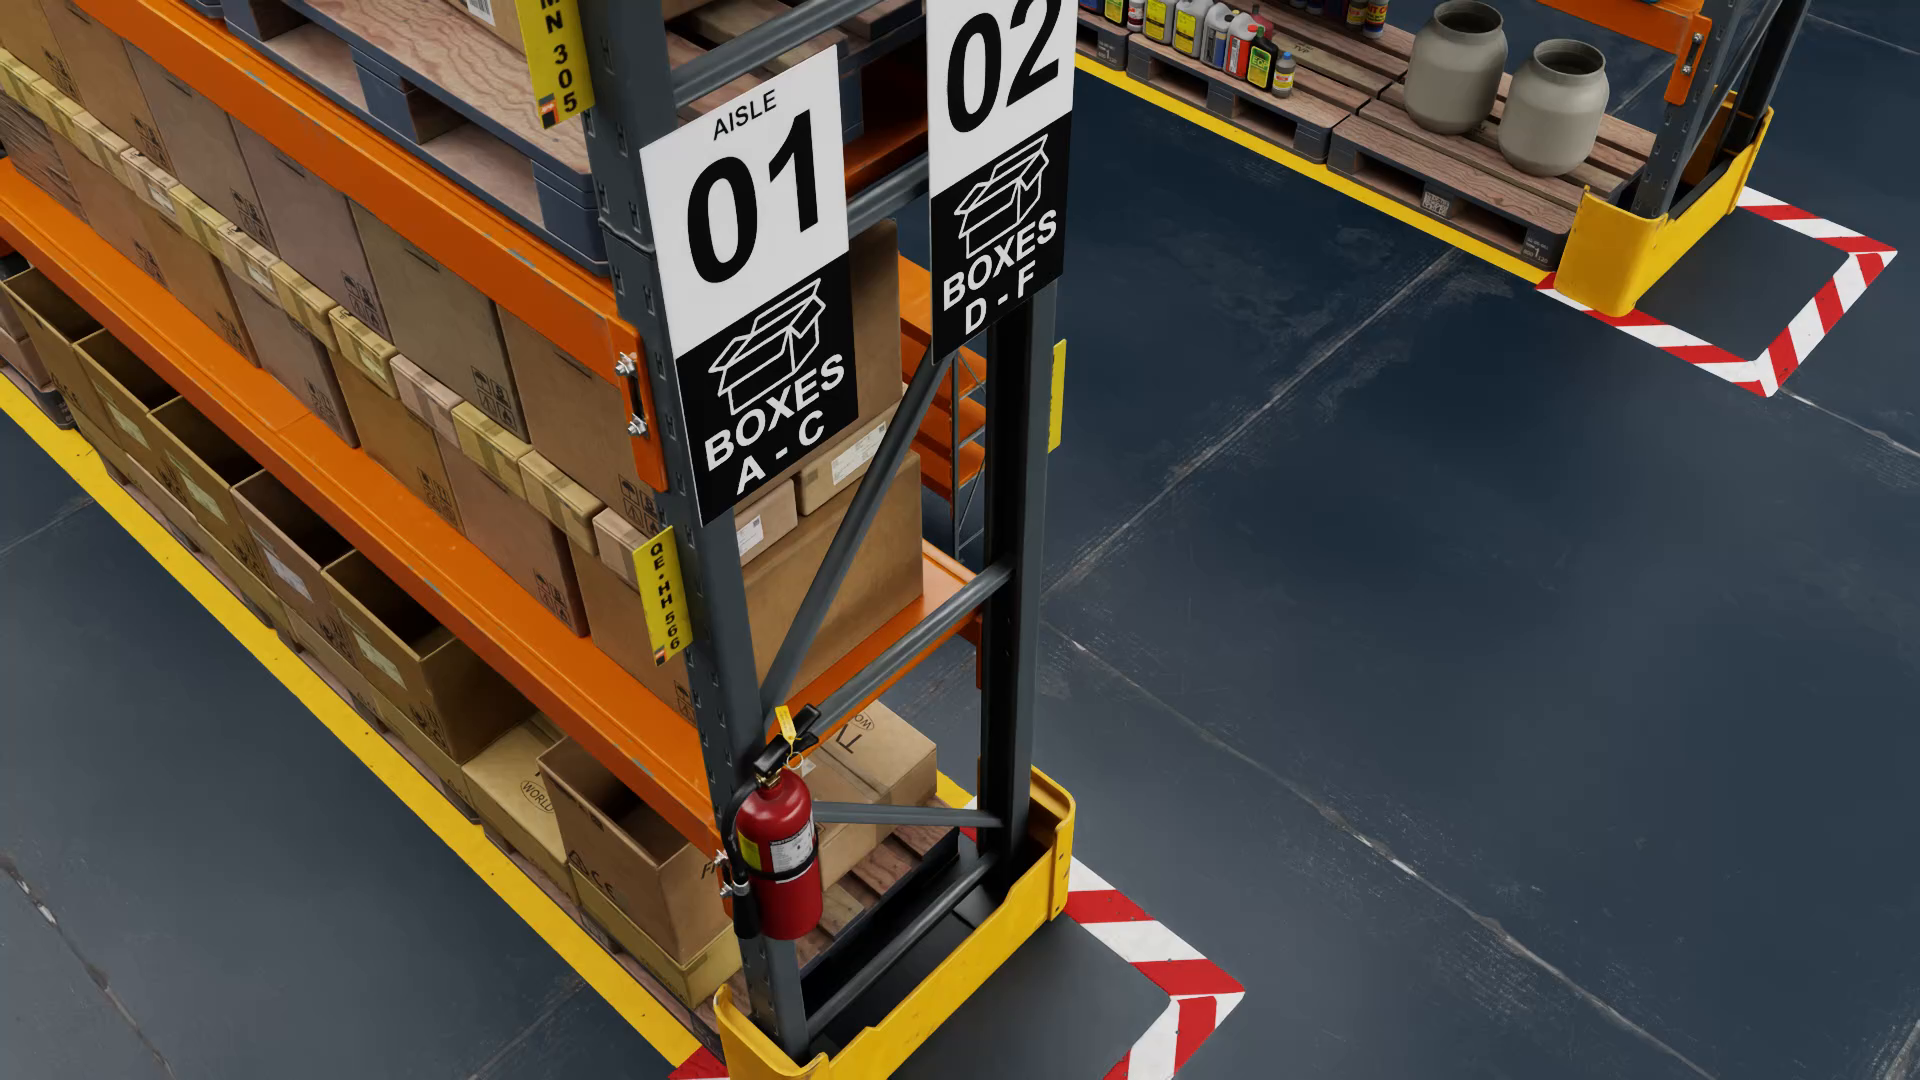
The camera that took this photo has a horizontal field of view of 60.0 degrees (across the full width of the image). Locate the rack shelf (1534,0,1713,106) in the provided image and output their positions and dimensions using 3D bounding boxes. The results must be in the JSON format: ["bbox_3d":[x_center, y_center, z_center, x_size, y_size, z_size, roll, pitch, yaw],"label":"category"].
[{"bbox_3d":[1.716,-3.092,7.589,4.000,0.370,1.077,34,55,28],"label":"rack shelf"}]

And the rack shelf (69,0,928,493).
[{"bbox_3d":[-1.646,-1.467,4.006,4.000,0.370,1.077,34,55,28],"label":"rack shelf"}]

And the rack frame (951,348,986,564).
[{"bbox_3d":[0.058,-0.372,5.776,0.015,1.200,0.240,34,55,28],"label":"rack frame"}]

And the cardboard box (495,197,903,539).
[{"bbox_3d":[-0.550,-0.440,3.647,0.500,0.500,0.700,34,55,28],"label":"cardboard box"}]

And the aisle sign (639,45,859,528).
[{"bbox_3d":[-0.328,-0.398,2.783,0.004,0.787,0.394,34,55,28],"label":"aisle sign"}]

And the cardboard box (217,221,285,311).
[{"bbox_3d":[-1.728,-0.807,4.436,0.250,0.149,0.380,33,55,27],"label":"cardboard box"}]

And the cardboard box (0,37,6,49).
[{"bbox_3d":[-2.786,-1.938,5.053,0.500,0.500,0.700,34,56,28],"label":"cardboard box"}]

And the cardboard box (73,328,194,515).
[{"bbox_3d":[-2.615,-0.495,5.741,0.500,0.500,0.500,34,55,28],"label":"cardboard box"}]

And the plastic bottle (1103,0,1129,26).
[{"bbox_3d":[0.790,-2.729,8.317,0.061,0.283,0.133,-36,56,-29],"label":"plastic bottle"}]

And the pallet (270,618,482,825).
[{"bbox_3d":[-1.659,0.298,5.825,1.213,0.211,1.003,34,55,28],"label":"pallet"}]

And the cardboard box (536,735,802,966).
[{"bbox_3d":[-0.773,0.737,4.584,0.500,0.500,0.500,34,55,28],"label":"cardboard box"}]

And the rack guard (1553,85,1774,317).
[{"bbox_3d":[3.098,-1.506,7.321,0.348,0.500,1.175,34,55,28],"label":"rack guard"}]

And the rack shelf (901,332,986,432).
[{"bbox_3d":[-0.122,-0.600,5.775,0.480,0.148,0.258,34,55,28],"label":"rack shelf"}]

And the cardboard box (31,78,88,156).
[{"bbox_3d":[-2.481,-1.315,4.914,0.250,0.149,0.380,33,55,27],"label":"cardboard box"}]

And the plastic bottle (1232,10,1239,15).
[{"bbox_3d":[1.341,-2.499,8.157,0.097,0.201,0.097,0,47,0],"label":"plastic bottle"}]

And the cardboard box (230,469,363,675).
[{"bbox_3d":[-1.884,0.003,5.273,0.500,0.500,0.500,34,55,28],"label":"cardboard box"}]

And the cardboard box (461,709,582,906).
[{"bbox_3d":[-1.147,0.752,5.084,0.500,0.250,0.500,34,55,28],"label":"cardboard box"}]

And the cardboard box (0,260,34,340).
[{"bbox_3d":[-3.608,-1.117,6.454,0.500,0.311,0.500,34,55,28],"label":"cardboard box"}]

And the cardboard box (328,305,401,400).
[{"bbox_3d":[-1.345,-0.551,4.196,0.250,0.149,0.380,36,56,29],"label":"cardboard box"}]

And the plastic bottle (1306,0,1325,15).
[{"bbox_3d":[1.813,-2.799,8.390,0.097,0.271,0.097,0,47,0],"label":"plastic bottle"}]

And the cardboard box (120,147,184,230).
[{"bbox_3d":[-2.100,-1.060,4.674,0.250,0.149,0.380,32,55,27],"label":"cardboard box"}]

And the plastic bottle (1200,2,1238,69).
[{"bbox_3d":[1.270,-2.449,8.058,0.135,0.276,0.152,32,55,27],"label":"plastic bottle"}]

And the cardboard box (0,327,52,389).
[{"bbox_3d":[-3.617,-0.928,6.662,0.500,0.250,0.500,33,55,27],"label":"cardboard box"}]

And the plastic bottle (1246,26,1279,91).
[{"bbox_3d":[1.440,-2.291,7.905,0.133,0.283,0.061,35,56,28],"label":"plastic bottle"}]

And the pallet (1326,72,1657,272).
[{"bbox_3d":[2.504,-1.812,7.806,1.213,0.211,1.003,34,55,28],"label":"pallet"}]

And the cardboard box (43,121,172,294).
[{"bbox_3d":[-2.394,-1.236,5.285,0.500,0.500,0.700,33,55,27],"label":"cardboard box"}]

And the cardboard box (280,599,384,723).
[{"bbox_3d":[-1.882,0.258,5.549,0.500,0.250,0.500,34,55,28],"label":"cardboard box"}]

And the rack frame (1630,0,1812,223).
[{"bbox_3d":[3.186,-2.349,6.398,0.127,3.000,1.000,34,55,28],"label":"rack frame"}]

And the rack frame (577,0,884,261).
[{"bbox_3d":[-0.177,-1.751,1.722,0.127,3.000,1.000,34,55,28],"label":"rack frame"}]

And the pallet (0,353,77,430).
[{"bbox_3d":[-3.684,-1.064,7.105,1.213,0.211,1.003,34,55,28],"label":"pallet"}]

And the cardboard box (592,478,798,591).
[{"bbox_3d":[-0.587,-0.041,3.717,0.250,0.149,0.380,33,55,27],"label":"cardboard box"}]

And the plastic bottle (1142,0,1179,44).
[{"bbox_3d":[1.009,-2.646,8.192,0.185,0.351,0.144,34,55,27],"label":"plastic bottle"}]

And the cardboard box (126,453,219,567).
[{"bbox_3d":[-2.617,-0.236,6.012,0.500,0.250,0.500,34,55,28],"label":"cardboard box"}]

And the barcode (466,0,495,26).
[{"bbox_3d":[-0.726,-0.814,2.501,0.075,0.075,0.001,34,55,28],"label":"barcode"}]

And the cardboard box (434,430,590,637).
[{"bbox_3d":[-0.900,-0.227,4.337,0.500,0.500,0.700,35,56,29],"label":"cardboard box"}]

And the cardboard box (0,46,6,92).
[{"bbox_3d":[-2.865,-1.571,5.154,0.250,0.149,0.380,35,56,28],"label":"cardboard box"}]

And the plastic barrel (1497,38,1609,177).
[{"bbox_3d":[2.650,-1.926,7.419,0.421,0.512,0.421,0,47,0],"label":"plastic barrel"}]

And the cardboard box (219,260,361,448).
[{"bbox_3d":[-1.651,-0.734,4.813,0.500,0.500,0.700,36,56,29],"label":"cardboard box"}]

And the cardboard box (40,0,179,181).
[{"bbox_3d":[-2.046,-1.441,4.587,0.500,0.500,0.700,34,55,28],"label":"cardboard box"}]

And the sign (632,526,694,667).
[{"bbox_3d":[-0.555,0.109,3.134,0.005,0.325,0.100,34,55,28],"label":"sign"}]

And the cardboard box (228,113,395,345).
[{"bbox_3d":[-1.311,-0.946,4.122,0.500,0.500,0.700,34,56,28],"label":"cardboard box"}]

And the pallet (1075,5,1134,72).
[{"bbox_3d":[0.711,-3.018,8.939,1.213,0.211,1.003,34,55,28],"label":"pallet"}]

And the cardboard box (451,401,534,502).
[{"bbox_3d":[-0.968,-0.296,3.957,0.250,0.149,0.380,33,55,27],"label":"cardboard box"}]

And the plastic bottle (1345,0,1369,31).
[{"bbox_3d":[1.988,-2.657,8.305,0.097,0.201,0.097,0,47,0],"label":"plastic bottle"}]

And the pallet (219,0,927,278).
[{"bbox_3d":[-0.679,-1.058,3.189,1.213,0.211,1.003,34,55,28],"label":"pallet"}]

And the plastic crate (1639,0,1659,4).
[{"bbox_3d":[2.615,-2.386,6.534,0.616,0.251,0.499,34,55,28],"label":"plastic crate"}]

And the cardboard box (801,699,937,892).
[{"bbox_3d":[-0.420,0.715,5.119,0.500,0.250,0.500,34,55,28],"label":"cardboard box"}]

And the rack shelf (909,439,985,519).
[{"bbox_3d":[-0.122,-0.311,6.083,0.480,0.148,0.258,34,55,28],"label":"rack shelf"}]

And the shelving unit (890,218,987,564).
[{"bbox_3d":[-0.122,-0.493,5.889,0.503,1.200,0.258,34,55,28],"label":"shelving unit"}]
